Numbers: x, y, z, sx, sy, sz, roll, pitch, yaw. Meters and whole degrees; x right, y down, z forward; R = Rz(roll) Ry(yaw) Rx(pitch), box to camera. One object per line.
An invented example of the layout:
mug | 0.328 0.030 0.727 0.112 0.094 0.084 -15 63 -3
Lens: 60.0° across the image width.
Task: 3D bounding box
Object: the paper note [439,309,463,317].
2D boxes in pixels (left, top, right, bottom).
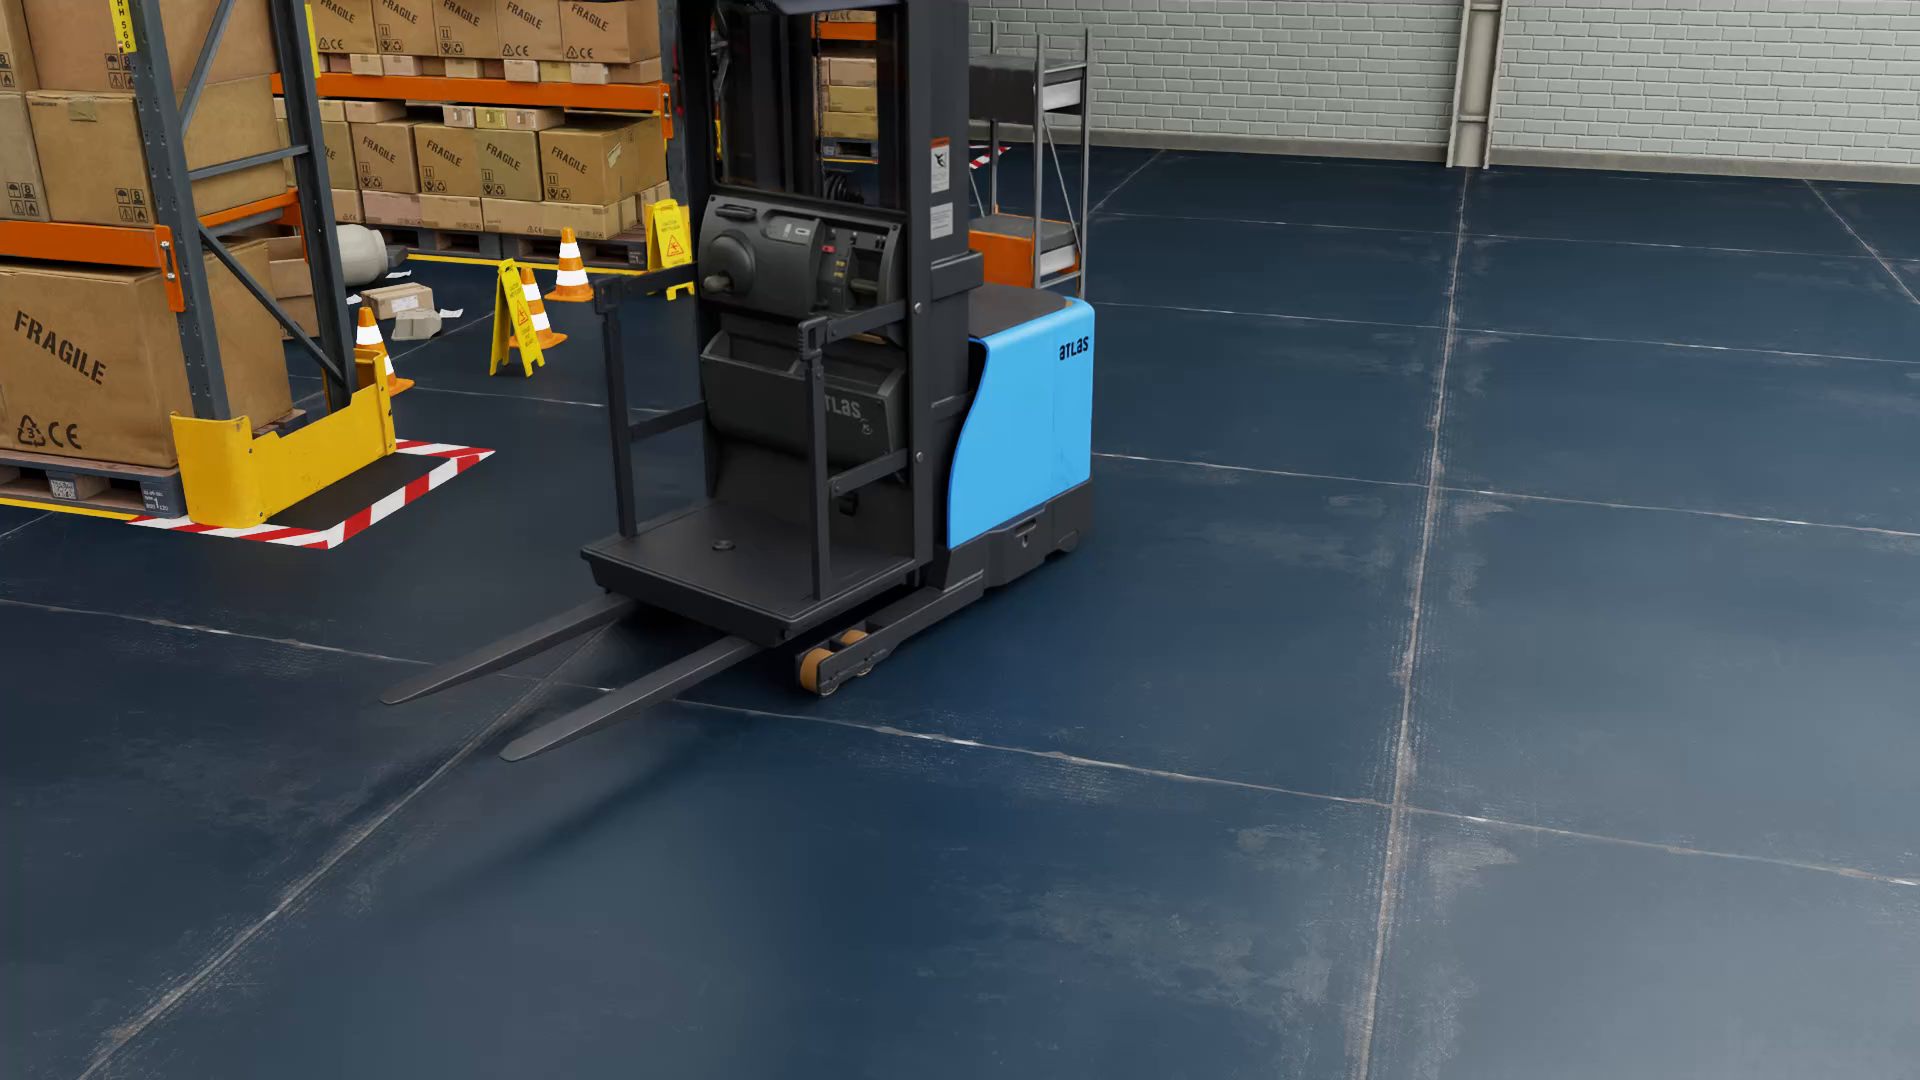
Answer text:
paper note | -3.325 -1.481 10.839 0.142 0.019 0.148 -1 22 -3

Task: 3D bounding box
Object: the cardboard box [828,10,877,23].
cardboard box | -0.961 -5.283 16.064 0.500 0.500 0.500 6 23 14

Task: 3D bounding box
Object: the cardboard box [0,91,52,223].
cardboard box | -4.079 -1.810 7.533 0.550 0.550 0.875 7 23 16

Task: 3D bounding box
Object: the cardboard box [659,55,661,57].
cardboard box | -2.110 -3.470 12.108 0.250 0.149 0.380 7 23 16

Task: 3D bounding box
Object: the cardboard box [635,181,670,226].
cardboard box | -2.537 -2.585 12.689 0.500 0.250 0.500 6 23 15

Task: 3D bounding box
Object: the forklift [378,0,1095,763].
forklift | -0.719 -1.013 5.876 1.130 2.935 3.031 16 27 34

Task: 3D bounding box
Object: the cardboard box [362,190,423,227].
cardboard box | -4.164 -2.560 12.629 0.500 0.250 0.500 6 23 15

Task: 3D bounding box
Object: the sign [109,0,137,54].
sign | -3.348 -2.114 6.633 0.005 0.325 0.100 7 23 16

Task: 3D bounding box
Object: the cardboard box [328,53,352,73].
cardboard box | -4.454 -3.561 12.329 0.250 0.149 0.380 6 23 15

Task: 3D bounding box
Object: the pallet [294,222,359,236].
pallet | -5.021 -2.562 13.237 1.213 0.211 1.003 7 23 16

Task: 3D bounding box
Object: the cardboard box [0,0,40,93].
cardboard box | -4.075 -2.315 7.340 0.550 0.550 0.875 7 23 16

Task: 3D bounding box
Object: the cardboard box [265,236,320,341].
cardboard box | -4.258 -1.592 10.487 0.637 0.503 0.797 -9 24 -21

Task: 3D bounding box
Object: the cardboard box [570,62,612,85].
cardboard box | -2.539 -3.308 11.714 0.250 0.149 0.380 6 23 15

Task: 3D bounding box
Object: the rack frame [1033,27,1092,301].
rack frame | 0.435 -1.133 7.266 0.015 2.100 0.400 16 27 33

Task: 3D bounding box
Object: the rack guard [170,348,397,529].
rack guard | -3.155 -0.505 7.843 0.348 0.500 1.175 7 23 16

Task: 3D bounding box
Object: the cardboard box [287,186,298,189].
cardboard box | -5.187 -2.672 12.901 0.500 0.250 0.500 5 23 13

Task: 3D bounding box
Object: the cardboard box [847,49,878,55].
cardboard box | -0.820 -4.784 16.733 0.500 0.250 0.500 6 23 15

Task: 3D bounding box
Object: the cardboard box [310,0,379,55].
cardboard box | -4.369 -3.840 12.156 0.500 0.500 0.500 6 23 15

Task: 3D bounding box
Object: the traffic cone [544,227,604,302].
traffic cone | -2.629 -1.879 11.240 0.334 0.463 0.336 7 23 16

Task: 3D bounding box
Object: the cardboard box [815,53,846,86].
cardboard box | -1.436 -4.654 16.414 0.500 0.250 0.500 7 23 16

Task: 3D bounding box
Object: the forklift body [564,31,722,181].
forklift body | -2.757 -4.430 15.236 1.214 2.155 2.313 7 23 16

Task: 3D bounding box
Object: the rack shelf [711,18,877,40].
rack shelf | -2.329 -5.164 16.855 4.000 0.370 1.077 7 23 16

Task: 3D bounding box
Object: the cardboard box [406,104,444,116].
cardboard box | -4.054 -3.104 12.965 0.500 0.500 0.500 8 24 18

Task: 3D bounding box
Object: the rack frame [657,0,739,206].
rack frame | -1.845 -3.474 11.786 0.127 3.000 1.000 7 23 16

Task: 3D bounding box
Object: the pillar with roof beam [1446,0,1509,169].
pillar with roof beam | 3.680 -6.235 10.613 0.400 9.000 9.100 7 23 16

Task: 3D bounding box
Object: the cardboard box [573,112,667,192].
cardboard box | -2.560 -2.934 12.553 0.500 0.500 0.500 6 23 14

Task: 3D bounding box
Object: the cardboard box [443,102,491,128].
cardboard box | -3.549 -3.110 12.127 0.250 0.149 0.380 8 23 18

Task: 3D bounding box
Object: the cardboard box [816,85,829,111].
cardboard box | -1.448 -4.430 16.528 0.500 0.250 0.500 6 23 15

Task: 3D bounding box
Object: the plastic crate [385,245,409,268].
plastic crate | -4.408 -2.092 12.264 0.583 0.080 0.402 -1 22 -3

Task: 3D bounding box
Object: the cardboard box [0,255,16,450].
cardboard box | -4.689 -1.022 8.055 0.875 0.875 0.875 6 23 15

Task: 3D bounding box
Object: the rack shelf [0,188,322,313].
rack shelf | -5.092 -1.551 8.046 4.000 0.370 1.077 7 23 16

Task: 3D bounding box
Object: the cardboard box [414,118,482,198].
cardboard box | -3.669 -2.850 12.347 0.500 0.500 0.500 6 23 14

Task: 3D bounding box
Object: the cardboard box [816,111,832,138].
cardboard box | -1.429 -4.195 16.613 0.500 0.250 0.500 7 23 15

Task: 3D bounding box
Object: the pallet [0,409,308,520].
pallet | -3.966 -0.433 8.049 1.213 0.211 1.003 7 23 15

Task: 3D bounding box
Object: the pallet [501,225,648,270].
pallet | -2.685 -2.294 12.584 1.213 0.211 1.003 7 23 16

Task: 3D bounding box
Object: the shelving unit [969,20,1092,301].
shelving unit | 0.238 -1.188 7.400 0.503 2.100 0.431 16 27 33

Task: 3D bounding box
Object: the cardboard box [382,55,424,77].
cardboard box | -3.994 -3.484 12.142 0.250 0.149 0.380 6 23 15

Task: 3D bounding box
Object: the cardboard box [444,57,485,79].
cardboard box | -3.509 -3.436 12.024 0.250 0.149 0.380 6 23 15

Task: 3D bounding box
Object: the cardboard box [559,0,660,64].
cardboard box | -2.444 -3.617 11.612 0.500 0.500 0.500 6 23 15

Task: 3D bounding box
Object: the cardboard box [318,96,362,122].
cardboard box | -4.592 -3.228 12.413 0.250 0.149 0.380 7 23 18

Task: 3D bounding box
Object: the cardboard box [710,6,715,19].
cardboard box | -2.431 -5.450 16.472 0.500 0.500 0.500 7 23 16

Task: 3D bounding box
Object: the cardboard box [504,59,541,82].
cardboard box | -3.033 -3.362 11.844 0.250 0.149 0.380 7 23 16

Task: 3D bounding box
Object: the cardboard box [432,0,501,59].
cardboard box | -3.400 -3.730 11.887 0.500 0.500 0.500 6 23 15

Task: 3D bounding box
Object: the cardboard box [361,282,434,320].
cardboard box | -3.682 -1.565 10.888 0.380 0.149 0.250 -20 29 -39

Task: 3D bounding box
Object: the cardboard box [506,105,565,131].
cardboard box | -3.058 -3.052 11.985 0.250 0.149 0.380 7 23 17

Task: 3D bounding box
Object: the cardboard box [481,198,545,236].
cardboard box | -3.190 -2.447 12.352 0.500 0.250 0.500 7 23 16

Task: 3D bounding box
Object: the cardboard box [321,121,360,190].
cardboard box | -4.671 -2.964 12.626 0.500 0.500 0.500 8 23 18

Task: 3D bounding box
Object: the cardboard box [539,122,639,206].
cardboard box | -2.687 -2.736 12.069 0.500 0.500 0.500 7 23 16

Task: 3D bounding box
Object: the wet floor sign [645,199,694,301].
wet floor sign | -1.972 -1.975 11.235 0.232 0.644 0.267 16 27 34

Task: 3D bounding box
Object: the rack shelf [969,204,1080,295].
rack shelf | 0.238 -1.176 7.405 0.480 0.518 0.431 16 27 33
